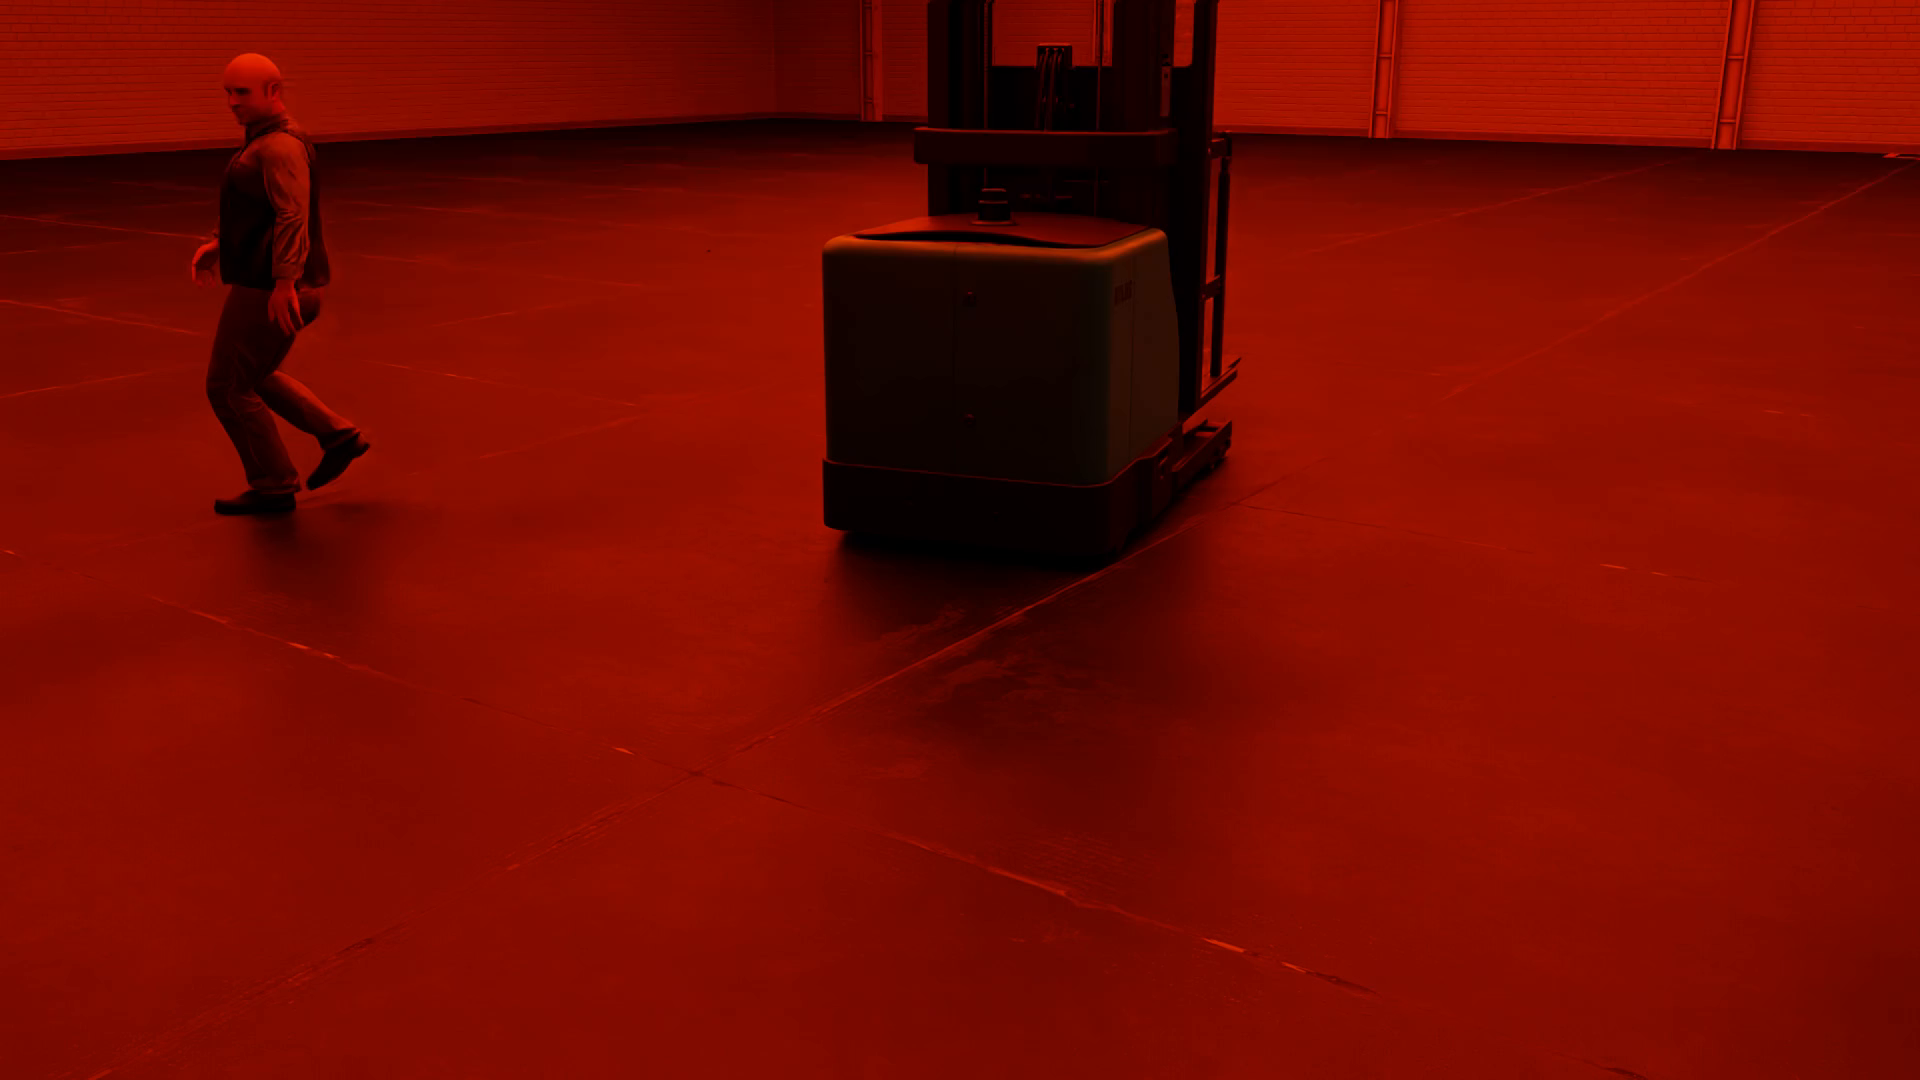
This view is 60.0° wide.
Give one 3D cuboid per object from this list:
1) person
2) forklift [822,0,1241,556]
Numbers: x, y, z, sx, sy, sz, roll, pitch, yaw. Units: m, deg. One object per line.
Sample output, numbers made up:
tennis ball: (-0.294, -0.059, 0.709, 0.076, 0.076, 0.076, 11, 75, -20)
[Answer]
person: (-2.564, -0.918, 6.117, 0.555, 1.673, 0.705, -2, 17, -6)
forklift: (0.521, -1.730, 6.619, 1.130, 2.935, 3.031, 6, 18, 20)
